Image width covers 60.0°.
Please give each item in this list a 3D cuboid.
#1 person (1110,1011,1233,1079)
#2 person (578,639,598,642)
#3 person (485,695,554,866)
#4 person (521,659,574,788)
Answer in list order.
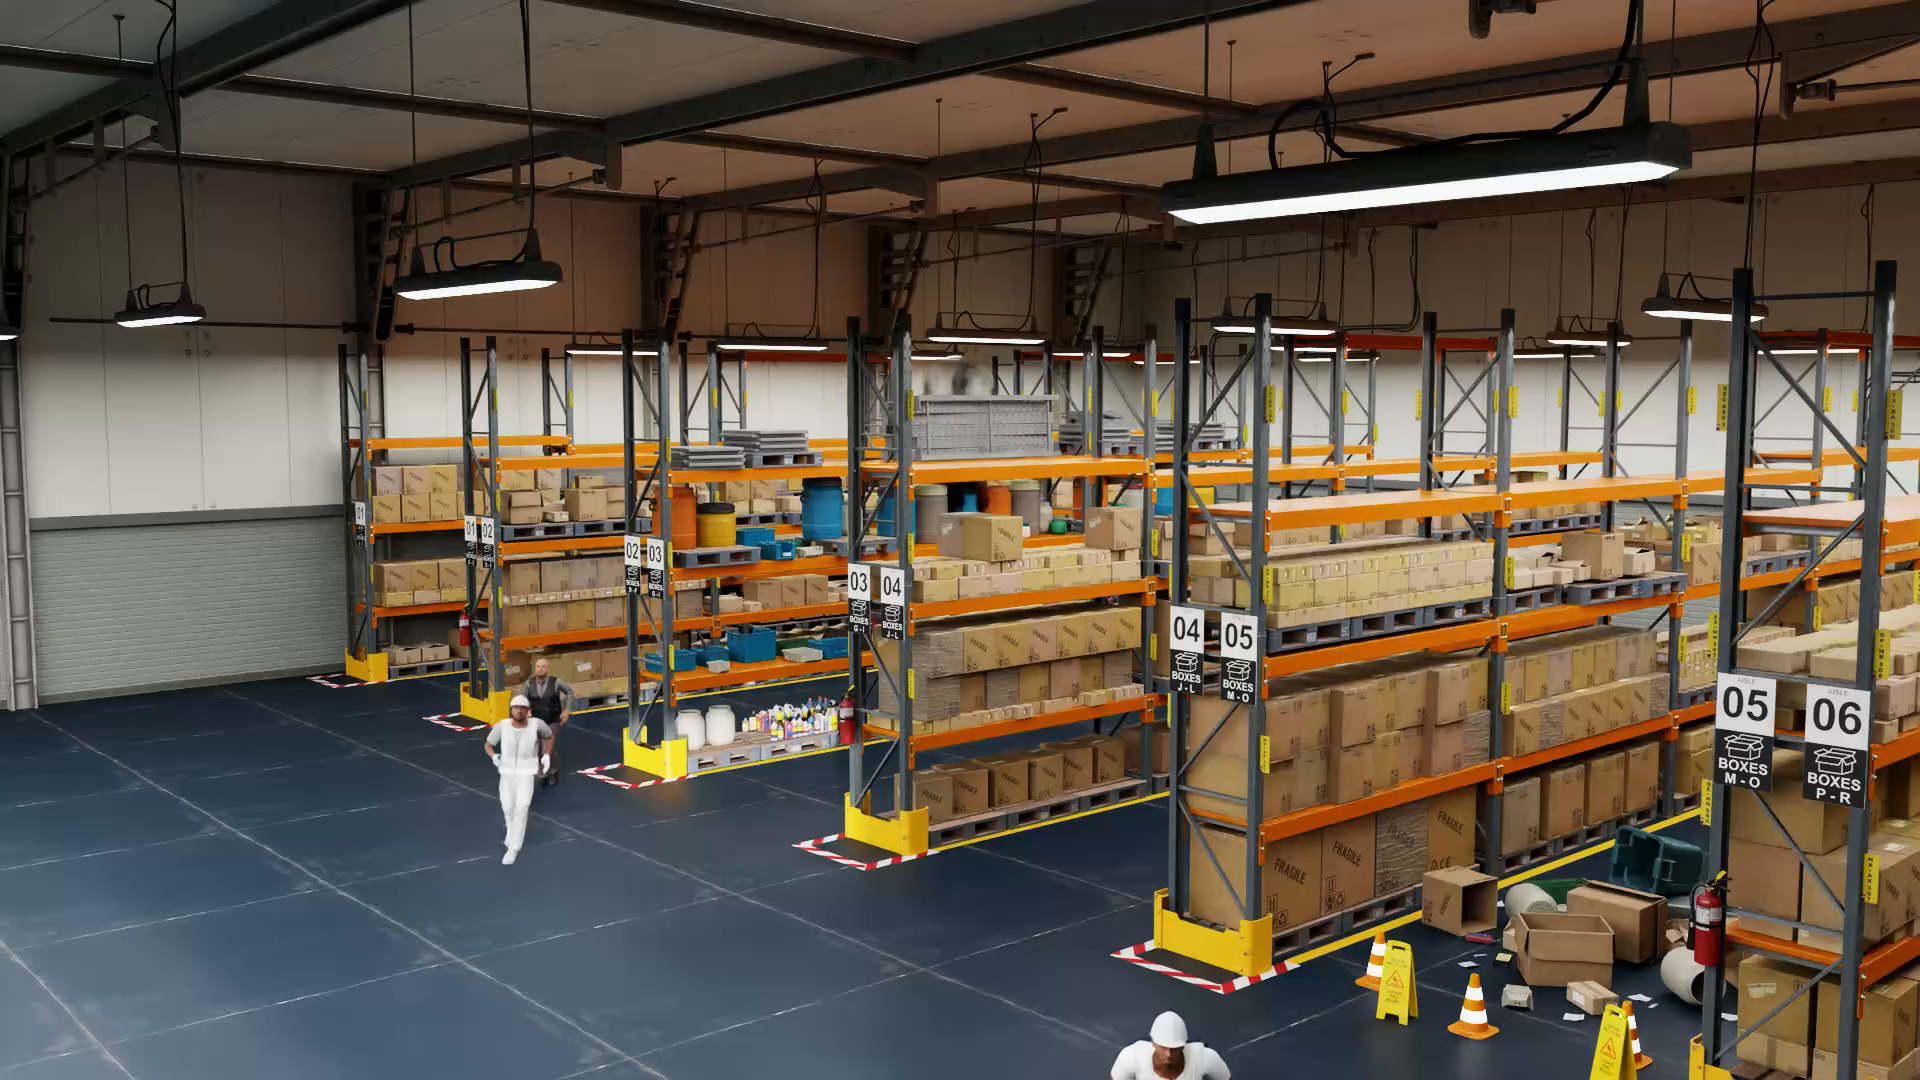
[{"bbox_3d":[1.227,3.477,9.703,0.707,1.708,0.971,0,5,5],"label":"person"},{"bbox_3d":[-6.779,1.681,30.112,0.736,1.598,0.868,2,5,19],"label":"person"},{"bbox_3d":[-4.914,2.614,18.486,0.721,1.795,0.947,0,5,-3],"label":"person"},{"bbox_3d":[-5.386,2.392,21.566,0.683,1.703,0.648,0,5,0],"label":"person"}]
